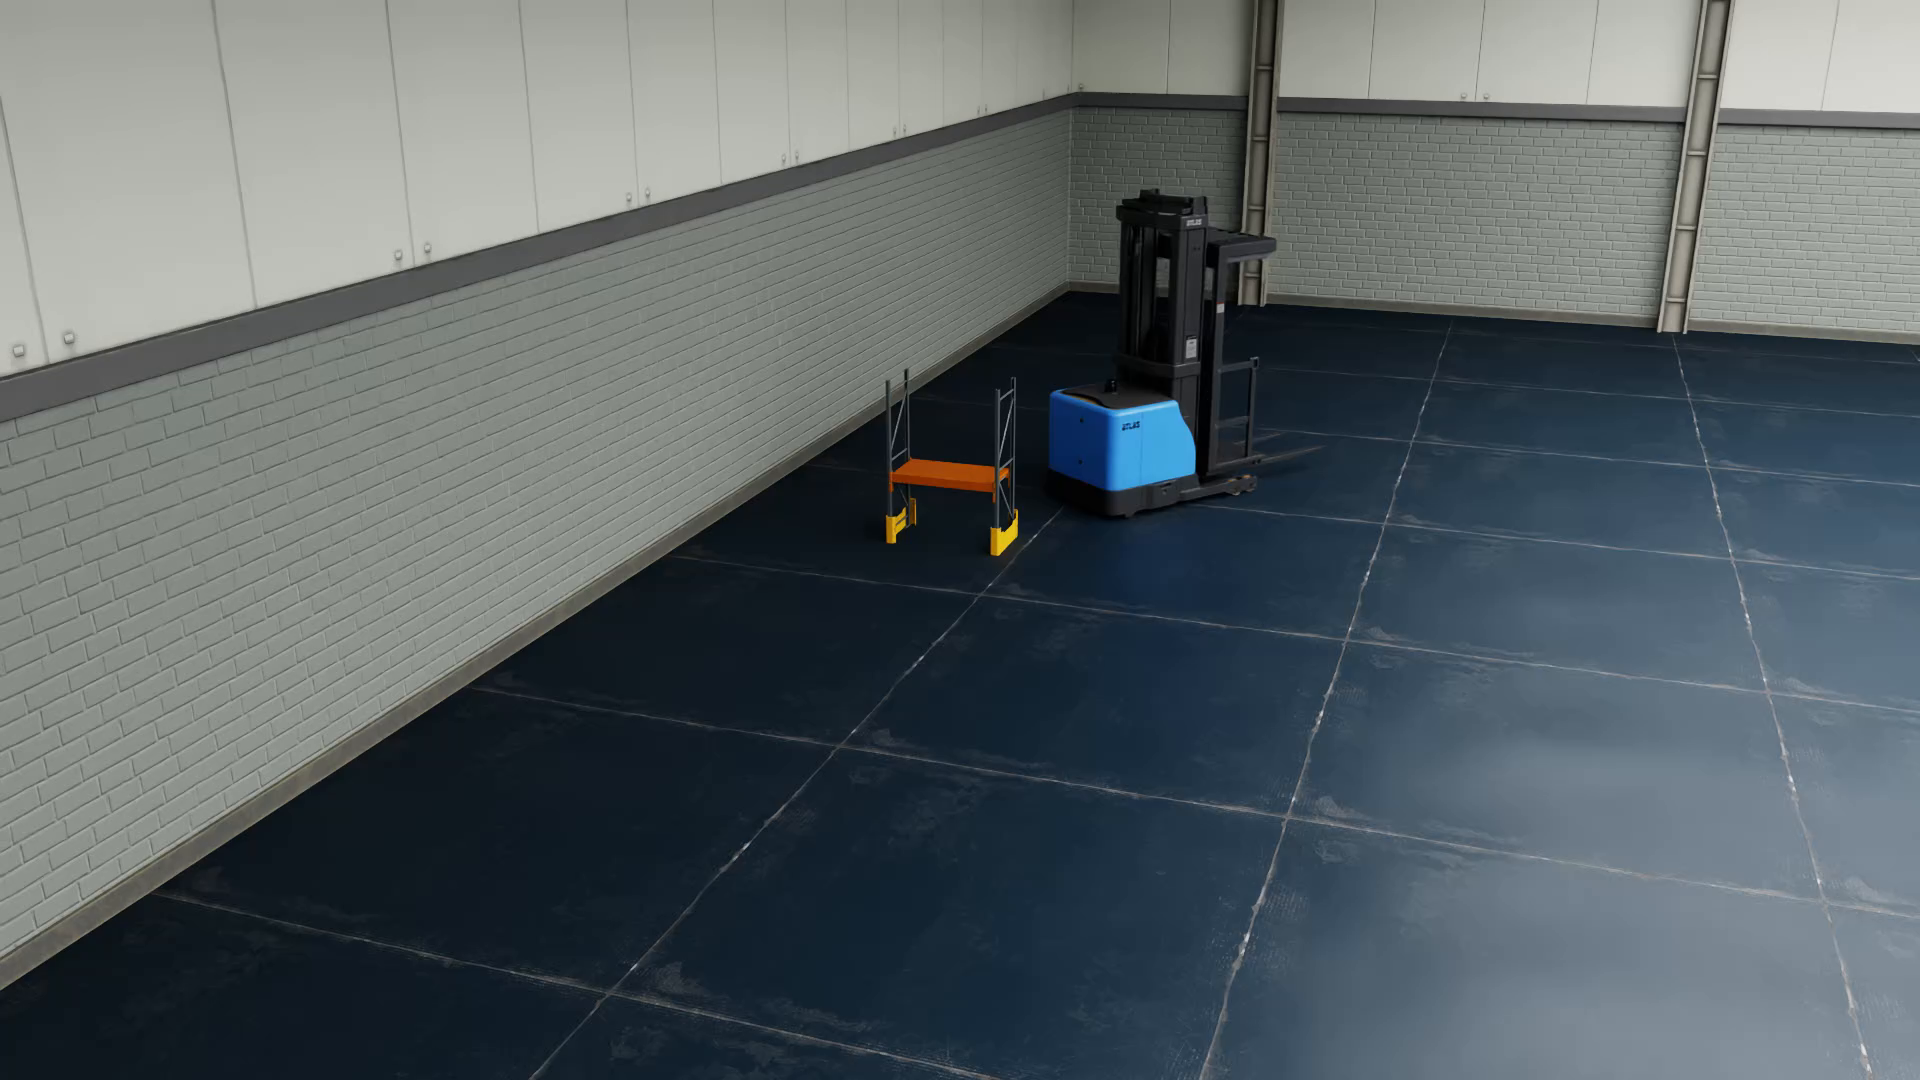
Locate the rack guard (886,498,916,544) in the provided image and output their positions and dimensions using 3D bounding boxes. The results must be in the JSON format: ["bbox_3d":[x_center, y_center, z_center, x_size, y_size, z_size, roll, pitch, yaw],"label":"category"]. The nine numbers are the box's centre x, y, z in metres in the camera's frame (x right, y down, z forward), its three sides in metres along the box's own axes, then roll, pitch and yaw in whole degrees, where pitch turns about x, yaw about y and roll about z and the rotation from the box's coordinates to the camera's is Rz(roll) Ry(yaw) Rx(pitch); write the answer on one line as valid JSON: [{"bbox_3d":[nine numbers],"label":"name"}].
[{"bbox_3d":[-0.542,-0.180,15.327,0.087,0.250,0.587,7,20,18],"label":"rack guard"}]

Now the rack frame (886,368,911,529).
[{"bbox_3d":[-0.561,-0.772,15.128,0.032,1.500,0.500,7,20,18],"label":"rack frame"}]

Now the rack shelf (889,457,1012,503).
[{"bbox_3d":[-0.081,-0.548,15.029,1.000,0.185,0.538,7,20,18],"label":"rack shelf"}]

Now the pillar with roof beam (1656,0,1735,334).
[{"bbox_3d":[8.755,-5.903,18.454,0.400,9.000,9.100,7,20,18],"label":"pillar with roof beam"}]

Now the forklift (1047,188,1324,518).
[{"bbox_3d":[2.354,-1.954,16.343,3.031,2.935,1.130,-13,23,-32],"label":"forklift"}]

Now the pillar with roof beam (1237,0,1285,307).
[{"bbox_3d":[3.087,-6.551,20.313,0.400,9.000,9.100,7,20,18],"label":"pillar with roof beam"}]

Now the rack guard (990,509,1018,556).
[{"bbox_3d":[0.398,-0.072,15.019,0.087,0.250,0.587,7,20,18],"label":"rack guard"}]

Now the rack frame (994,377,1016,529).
[{"bbox_3d":[0.400,-0.663,14.813,0.032,1.500,0.500,7,20,18],"label":"rack frame"}]

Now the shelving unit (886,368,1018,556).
[{"bbox_3d":[-0.072,-0.716,14.967,1.083,1.500,0.587,7,20,18],"label":"shelving unit"}]
